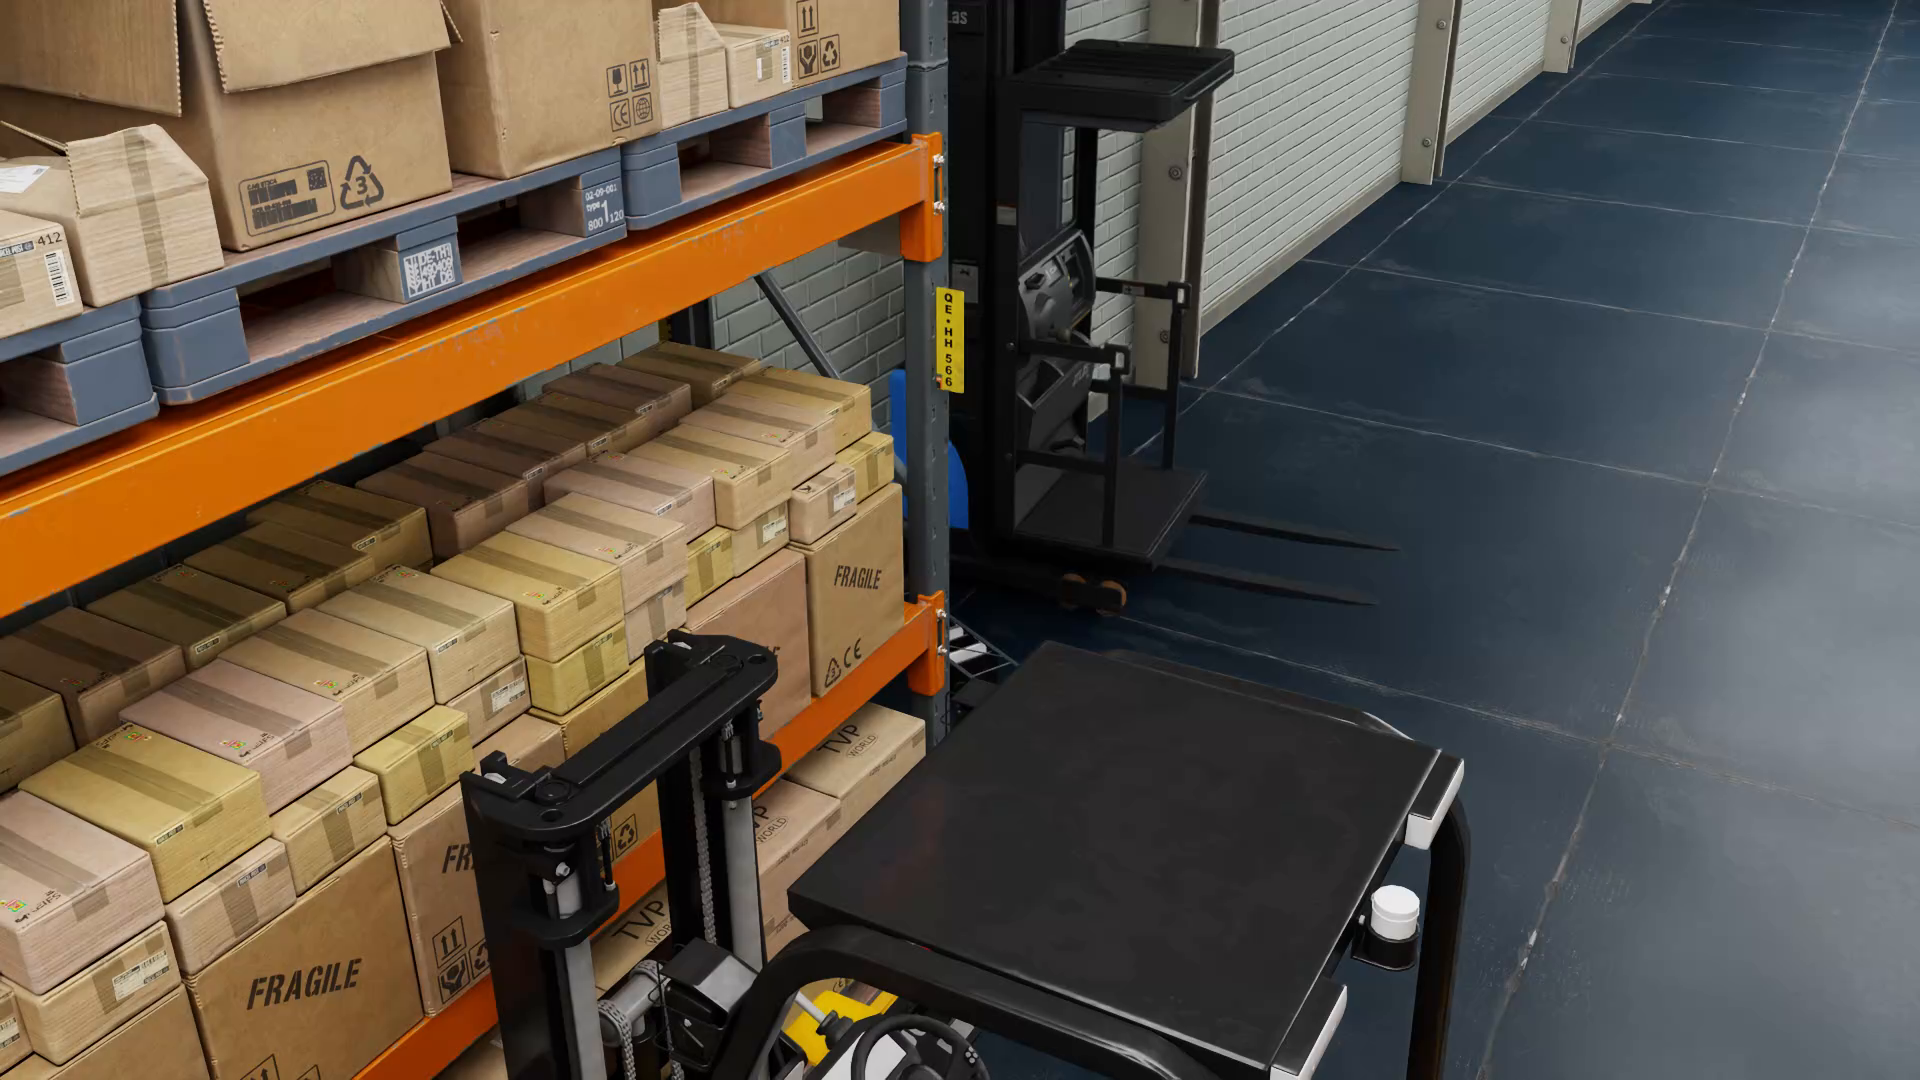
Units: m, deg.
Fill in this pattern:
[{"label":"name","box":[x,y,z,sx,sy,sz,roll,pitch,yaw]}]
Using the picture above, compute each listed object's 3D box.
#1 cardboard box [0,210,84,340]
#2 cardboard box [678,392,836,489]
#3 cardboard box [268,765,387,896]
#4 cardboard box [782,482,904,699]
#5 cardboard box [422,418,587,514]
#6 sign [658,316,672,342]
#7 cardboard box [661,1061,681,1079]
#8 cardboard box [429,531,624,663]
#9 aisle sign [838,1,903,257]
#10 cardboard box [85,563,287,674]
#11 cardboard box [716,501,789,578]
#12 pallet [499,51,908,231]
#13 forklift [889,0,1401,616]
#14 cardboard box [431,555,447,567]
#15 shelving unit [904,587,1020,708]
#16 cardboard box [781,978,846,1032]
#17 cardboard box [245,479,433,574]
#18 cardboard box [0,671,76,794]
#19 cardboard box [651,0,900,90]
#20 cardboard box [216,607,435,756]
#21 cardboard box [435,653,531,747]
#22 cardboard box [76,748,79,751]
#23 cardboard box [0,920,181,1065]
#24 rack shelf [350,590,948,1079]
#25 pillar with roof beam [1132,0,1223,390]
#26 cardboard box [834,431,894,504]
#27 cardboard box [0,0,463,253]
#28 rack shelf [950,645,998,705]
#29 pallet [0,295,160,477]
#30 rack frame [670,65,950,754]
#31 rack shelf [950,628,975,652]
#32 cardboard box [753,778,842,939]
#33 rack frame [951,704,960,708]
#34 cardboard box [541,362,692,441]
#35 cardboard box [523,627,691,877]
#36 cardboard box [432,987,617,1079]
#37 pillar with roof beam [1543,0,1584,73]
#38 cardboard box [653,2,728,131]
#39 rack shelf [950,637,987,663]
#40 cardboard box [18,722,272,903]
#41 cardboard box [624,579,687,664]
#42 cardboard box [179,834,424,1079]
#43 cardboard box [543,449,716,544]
[{"label":"cardboard box","box":[-1.603,-0.417,2.581,0.380,0.149,0.250,15,30,28]},{"label":"cardboard box","box":[-0.586,-0.286,4.802,0.380,0.149,0.250,14,30,26]},{"label":"cardboard box","box":[-1.426,0.558,3.448,0.380,0.149,0.250,13,29,24]},{"label":"cardboard box","box":[-0.512,0.098,5.092,0.500,0.500,0.500,13,30,25]},{"label":"cardboard box","box":[-1.260,-0.197,4.625,0.380,0.149,0.250,14,30,26]},{"label":"sign","box":[-0.979,-0.654,5.650,0.100,0.325,0.005,14,30,26]},{"label":"cardboard box","box":[-0.958,1.369,4.709,0.500,0.250,0.500,13,30,25]},{"label":"cardboard box","box":[-1.032,0.131,3.970,0.380,0.149,0.250,15,30,27]},{"label":"aisle sign","box":[-0.211,-1.231,4.953,0.394,0.787,0.004,14,30,26]},{"label":"cardboard box","box":[-1.762,0.209,3.812,0.380,0.149,0.250,15,30,28]},{"label":"cardboard box","box":[-0.706,-0.051,4.665,0.380,0.149,0.250,15,30,27]},{"label":"pallet","box":[-0.869,-1.139,4.422,1.003,0.211,1.213,14,30,26]},{"label":"forklift","box":[0.653,-1.214,7.901,3.031,2.935,1.130,11,29,20]},{"label":"cardboard box","box":[-1.456,0.013,4.536,0.380,0.149,0.250,15,30,27]},{"label":"shelving unit","box":[-0.084,0.503,7.502,0.258,0.210,0.900,-17,32,-31]},{"label":"cardboard box","box":[-0.708,1.379,5.247,0.500,0.250,0.500,14,30,26]},{"label":"cardboard box","box":[-1.583,-0.009,4.247,0.380,0.149,0.250,13,30,25]},{"label":"cardboard box","box":[-2.081,0.390,3.451,0.380,0.149,0.250,14,30,25]},{"label":"cardboard box","box":[-0.504,-1.499,4.351,0.500,0.500,0.500,15,30,28]},{"label":"cardboard box","box":[-1.379,0.305,3.622,0.380,0.149,0.250,14,30,26]},{"label":"cardboard box","box":[-1.236,0.338,3.888,0.380,0.149,0.250,14,30,26]},{"label":"cardboard box","box":[-1.901,0.431,3.701,0.380,0.149,0.250,14,30,26]},{"label":"cardboard box","box":[-1.665,0.762,3.041,0.380,0.149,0.250,15,30,27]},{"label":"rack shelf","box":[-1.482,0.994,4.217,1.077,0.370,4.000,14,30,26]},{"label":"pillar with roof beam","box":[5.074,-4.107,6.902,9.100,9.000,0.400,14,30,26]},{"label":"cardboard box","box":[-0.425,-0.245,5.052,0.380,0.149,0.250,15,30,27]},{"label":"cardboard box","box":[-1.416,-0.904,3.158,0.797,0.503,0.637,15,30,28]},{"label":"rack shelf","box":[0.051,0.592,7.329,0.258,0.200,0.077,-17,32,-31]},{"label":"pallet","box":[-2.069,-0.188,2.523,1.003,0.211,1.213,14,30,26]},{"label":"rack frame","box":[-0.499,-0.107,5.613,1.000,3.000,0.127,14,30,26]},{"label":"rack shelf","box":[-0.052,0.524,7.461,0.258,0.200,0.077,-17,32,-31]},{"label":"cardboard box","box":[-0.700,0.936,5.015,0.500,0.250,0.500,15,30,27]},{"label":"rack frame","box":[-0.085,0.594,7.548,0.240,0.006,0.900,-17,32,-31]},{"label":"cardboard box","box":[-1.035,-0.401,5.032,0.380,0.149,0.250,15,30,28]},{"label":"cardboard box","box":[-1.027,0.498,4.293,0.500,0.500,0.500,14,30,25]},{"label":"cardboard box","box":[-1.195,1.331,4.226,0.500,0.250,0.500,14,30,25]},{"label":"pillar with roof beam","box":[10.977,-8.784,16.244,9.100,9.000,0.400,14,30,26]},{"label":"cardboard box","box":[-0.767,-1.132,3.879,0.396,0.266,0.258,14,30,26]},{"label":"rack shelf","box":[-0.001,0.558,7.395,0.258,0.200,0.077,-17,32,-31]},{"label":"cardboard box","box":[-1.563,0.517,3.197,0.380,0.149,0.250,14,30,25]},{"label":"cardboard box","box":[-0.928,0.157,4.249,0.380,0.149,0.250,13,29,24]},{"label":"cardboard box","box":[-1.531,0.887,3.515,0.500,0.500,0.500,14,30,26]},{"label":"cardboard box","box":[-0.878,-0.097,4.425,0.380,0.149,0.250,14,30,26]}]
